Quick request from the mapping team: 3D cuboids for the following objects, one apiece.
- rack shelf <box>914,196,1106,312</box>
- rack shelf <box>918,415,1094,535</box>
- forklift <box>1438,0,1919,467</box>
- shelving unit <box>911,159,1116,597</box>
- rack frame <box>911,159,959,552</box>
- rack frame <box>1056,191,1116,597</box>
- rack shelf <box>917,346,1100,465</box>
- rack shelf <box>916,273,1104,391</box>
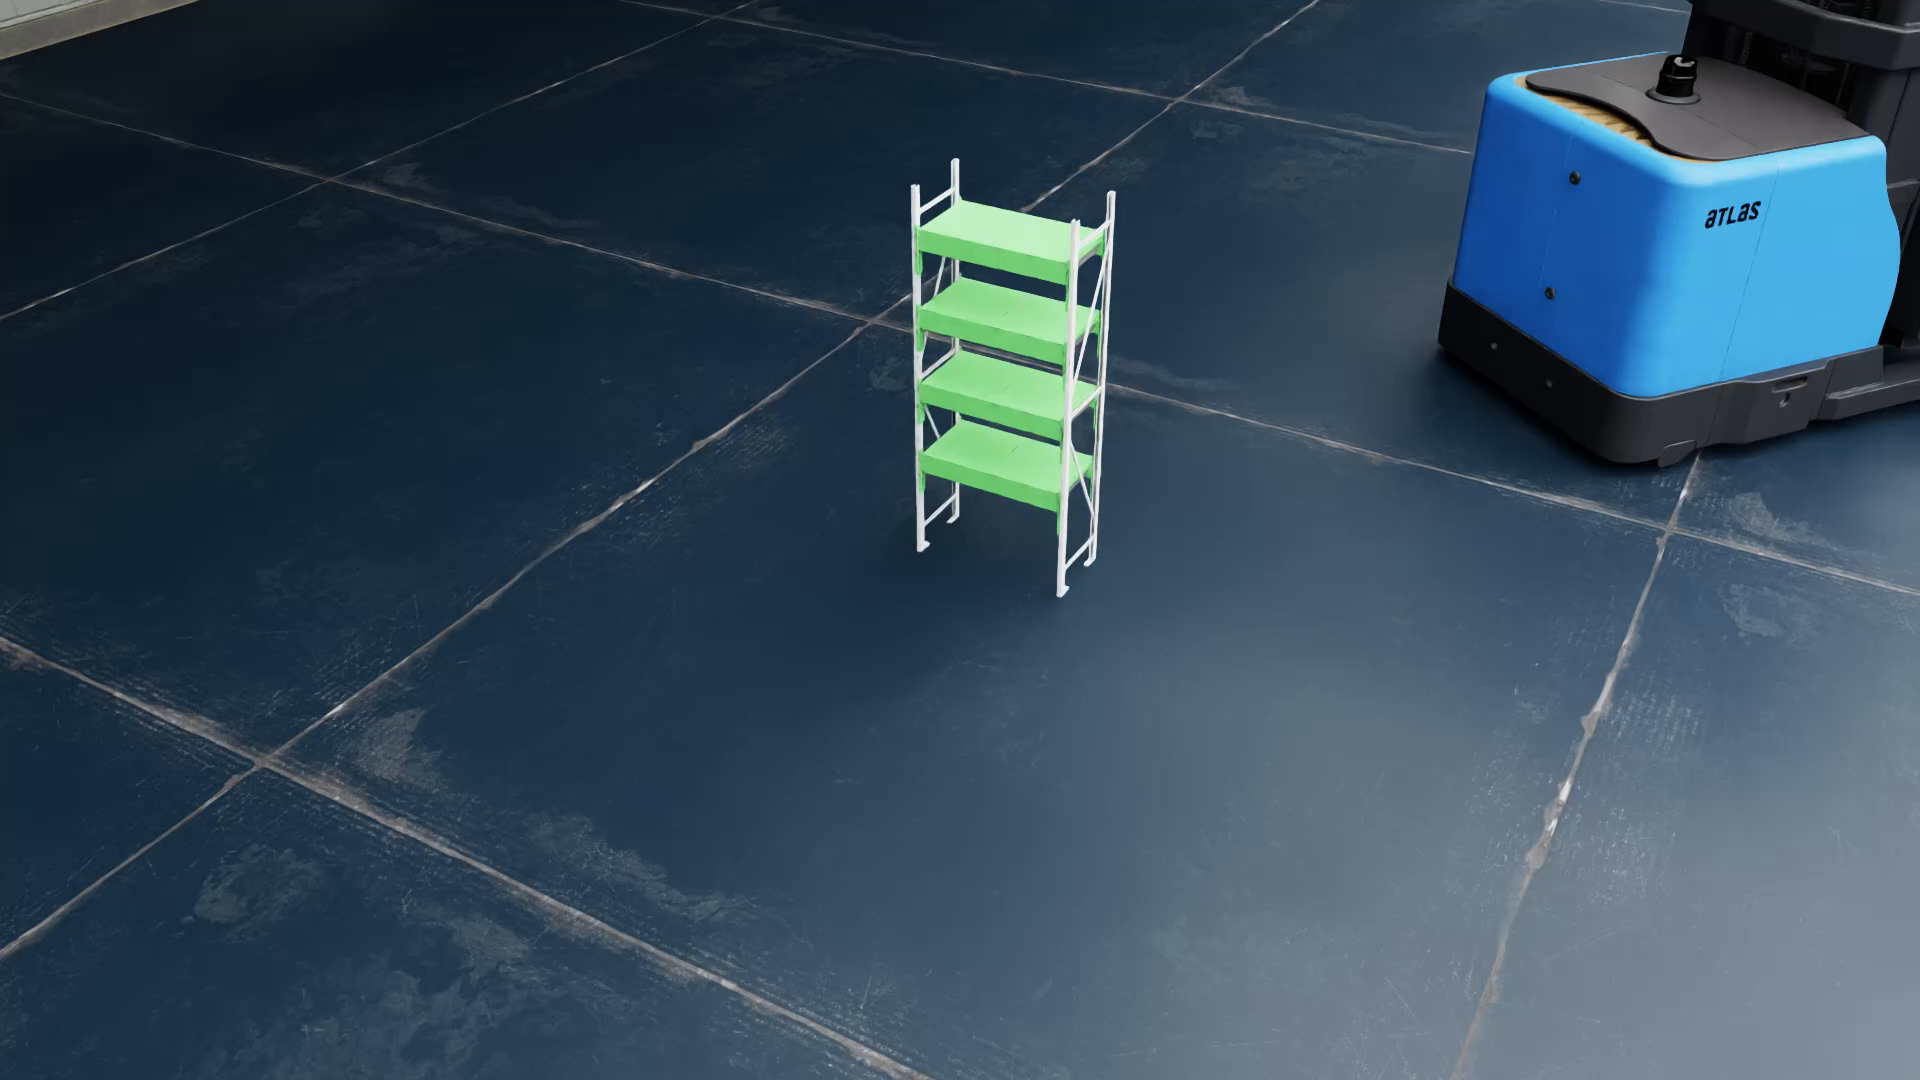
[{"bbox_3d":[0.144,-0.800,4.618,0.480,0.148,0.258,18,37,24],"label":"rack shelf"},{"bbox_3d":[0.144,-0.201,5.018,0.480,0.148,0.258,18,37,24],"label":"rack shelf"},{"bbox_3d":[3.360,-1.981,5.581,3.031,2.935,1.130,-13,36,-18],"label":"forklift"},{"bbox_3d":[0.144,-0.454,4.849,0.503,1.200,0.258,18,37,24],"label":"shelving unit"},{"bbox_3d":[-0.068,-0.521,4.950,0.015,1.200,0.240,18,37,24],"label":"rack frame"},{"bbox_3d":[0.356,-0.387,4.748,0.015,1.200,0.240,18,37,24],"label":"rack frame"},{"bbox_3d":[0.144,-0.401,4.884,0.480,0.148,0.258,18,37,24],"label":"rack shelf"},{"bbox_3d":[0.144,-0.600,4.751,0.480,0.148,0.258,18,37,24],"label":"rack shelf"}]
